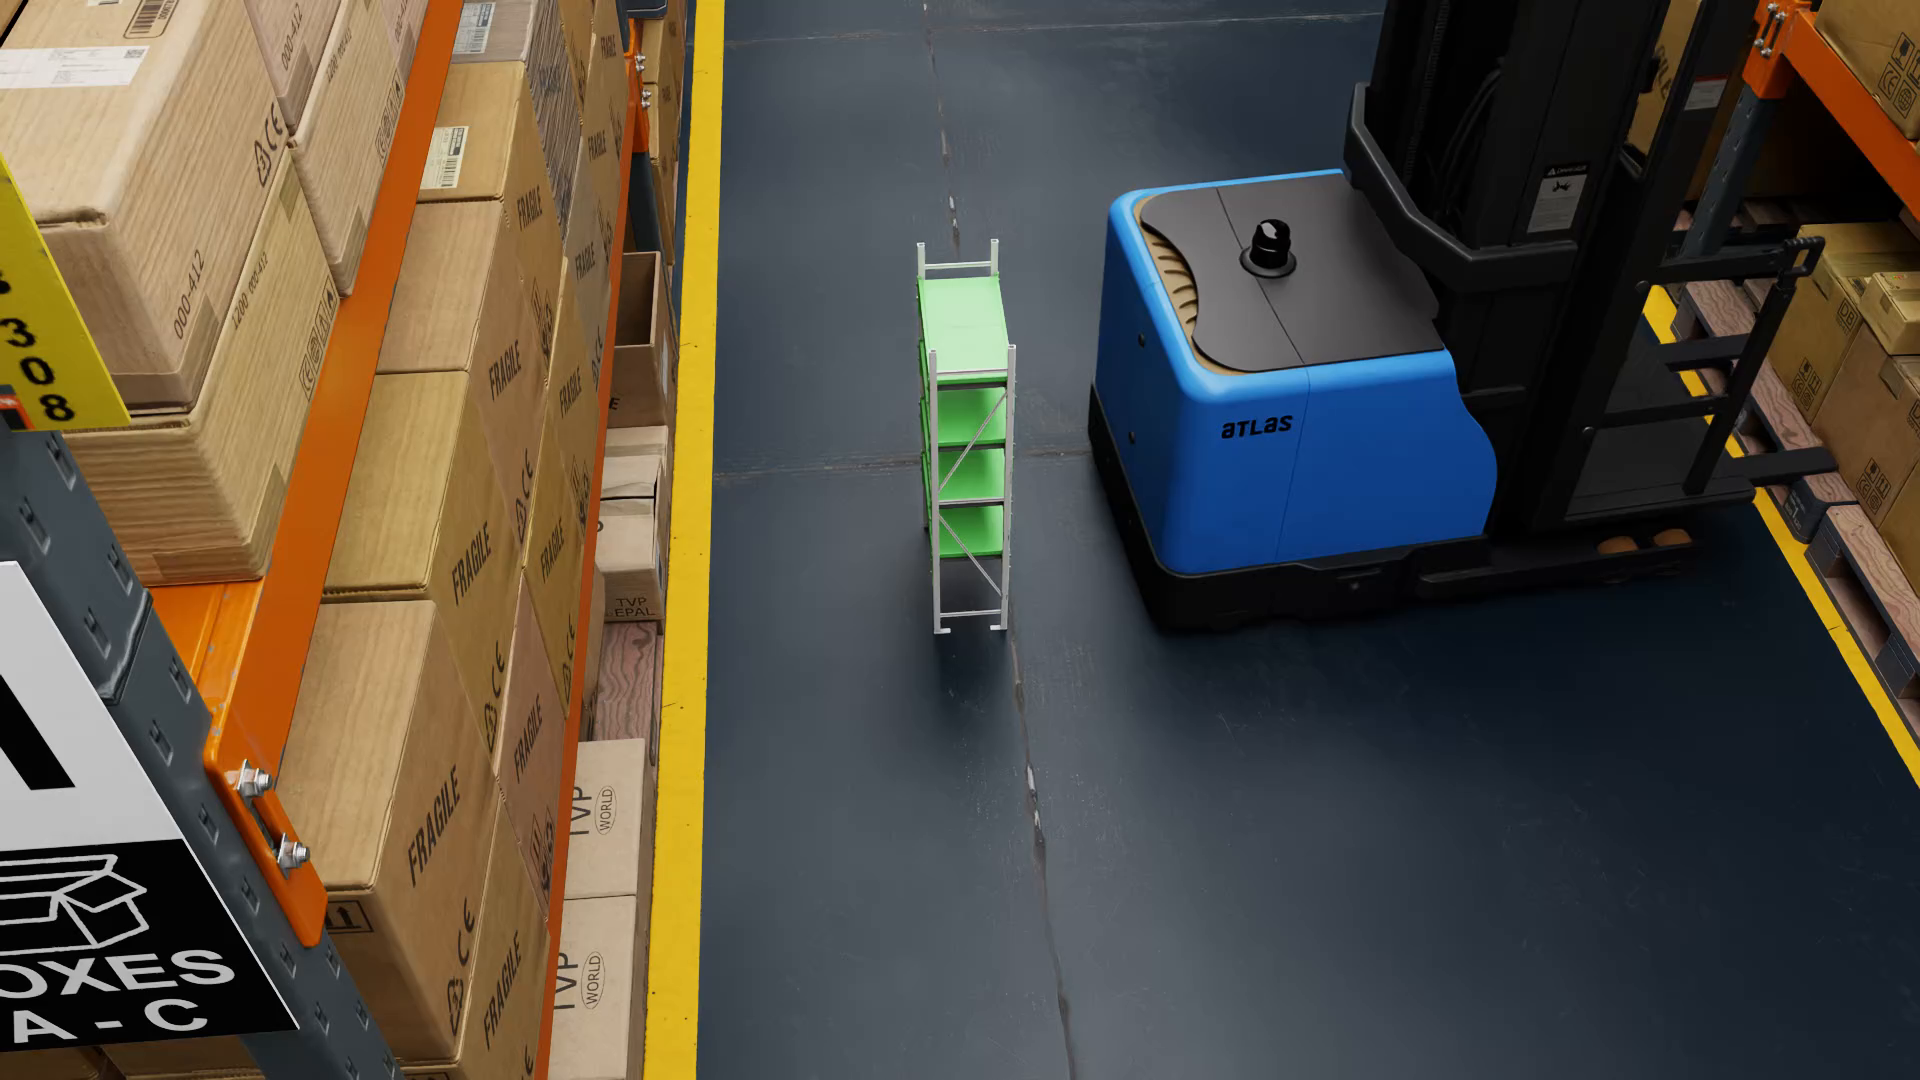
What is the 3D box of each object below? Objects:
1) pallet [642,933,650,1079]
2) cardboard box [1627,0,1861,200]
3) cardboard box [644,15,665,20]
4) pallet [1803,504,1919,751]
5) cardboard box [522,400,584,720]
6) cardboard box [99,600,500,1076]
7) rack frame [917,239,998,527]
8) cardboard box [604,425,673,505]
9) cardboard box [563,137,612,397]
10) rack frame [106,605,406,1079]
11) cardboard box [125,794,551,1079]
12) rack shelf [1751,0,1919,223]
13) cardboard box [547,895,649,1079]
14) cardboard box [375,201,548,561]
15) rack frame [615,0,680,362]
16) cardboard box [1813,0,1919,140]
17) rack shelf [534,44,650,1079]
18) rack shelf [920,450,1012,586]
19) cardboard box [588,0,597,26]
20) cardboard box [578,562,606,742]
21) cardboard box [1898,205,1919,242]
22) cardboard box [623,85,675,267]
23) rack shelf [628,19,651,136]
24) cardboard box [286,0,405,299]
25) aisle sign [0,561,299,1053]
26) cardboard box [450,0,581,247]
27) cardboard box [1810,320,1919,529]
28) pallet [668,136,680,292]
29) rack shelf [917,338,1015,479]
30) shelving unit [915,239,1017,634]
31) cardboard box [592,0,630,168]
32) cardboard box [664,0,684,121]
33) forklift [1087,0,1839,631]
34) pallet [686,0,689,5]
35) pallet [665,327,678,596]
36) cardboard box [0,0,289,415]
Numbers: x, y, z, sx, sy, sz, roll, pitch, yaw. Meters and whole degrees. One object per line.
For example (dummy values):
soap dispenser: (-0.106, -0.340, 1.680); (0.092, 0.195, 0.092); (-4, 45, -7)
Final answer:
pallet: (-1.326, 1.491, 4.193); (1.003, 0.211, 1.213); (-3, 47, -3)
cardboard box: (3.165, -1.902, 6.677); (0.750, 0.750, 0.750); (-3, 47, -3)
cardboard box: (-1.468, -2.369, 6.829); (0.500, 0.250, 0.500); (-3, 47, -3)
pallet: (3.440, 0.364, 5.260); (1.003, 0.211, 1.213); (-3, 47, -3)
cardboard box: (-1.114, 0.056, 3.562); (0.500, 0.500, 0.500); (-4, 47, -3)
cardboard box: (-1.026, 0.448, 2.502); (0.500, 0.500, 0.500); (-2, 47, -2)
rack frame: (-0.007, -0.469, 5.368); (0.240, 1.200, 0.015); (-3, 47, -3)
cardboard box: (-1.165, -0.239, 5.571); (0.380, 0.149, 0.250); (-3, 47, -3)
cardboard box: (-1.199, -0.675, 4.254); (0.500, 0.500, 0.500); (-3, 47, -2)
rack frame: (-1.252, 1.163, 2.582); (1.000, 3.000, 0.127); (-3, 47, -3)
cardboard box: (-1.026, 0.792, 2.865); (0.500, 0.500, 0.500); (-3, 47, -2)
rack shelf: (3.517, -0.340, 4.502); (1.077, 0.370, 4.000); (-3, 47, -3)
cardboard box: (-1.057, 1.185, 4.152); (0.500, 0.250, 0.500); (-3, 47, -3)
cardboard box: (-1.114, -0.292, 3.203); (0.500, 0.500, 0.500); (-3, 47, -3)
rack frame: (-1.587, -1.731, 5.323); (1.000, 3.000, 0.127); (-3, 47, -3)
cardboard box: (3.378, -1.744, 5.129); (0.980, 0.700, 0.700); (-3, 47, -3)
rack shelf: (-1.419, -0.036, 4.214); (1.077, 0.370, 4.000); (-3, 47, -3)
rack shelf: (0.014, -0.084, 5.422); (0.258, 0.148, 0.480); (-3, 47, -3)
cardboard box: (-1.286, -1.759, 4.592); (0.500, 0.500, 0.500); (-3, 47, -3)
cardboard box: (-1.424, 0.335, 4.783); (0.797, 0.503, 0.637); (-3, 47, -3)
cardboard box: (3.496, -1.112, 5.723); (0.380, 0.149, 0.250); (-4, 47, -4)
cardboard box: (-1.384, -1.387, 6.416); (0.500, 0.500, 0.500); (-5, 47, -5)
rack shelf: (-1.754, -2.930, 6.955); (1.077, 0.370, 4.000); (-3, 47, -3)
cardboard box: (-1.070, -0.566, 2.258); (0.500, 0.250, 0.500); (-3, 47, -3)
aisle sign: (-0.953, 0.301, 1.608); (0.394, 0.787, 0.004); (-3, 47, -3)
cardboard box: (-1.199, -1.024, 3.896); (0.500, 0.500, 0.500); (-3, 47, -3)
cardboard box: (3.349, -0.408, 5.503); (0.700, 0.500, 0.500); (-4, 47, -4)
pallet: (-1.692, -1.358, 6.891); (1.003, 0.211, 1.213); (-3, 47, -3)
rack shelf: (0.014, -0.414, 5.073); (0.258, 0.148, 0.480); (-3, 47, -3)
shelving unit: (0.014, -0.293, 5.201); (0.258, 1.200, 0.503); (-3, 47, -3)
cardboard box: (-1.289, -1.419, 4.959); (0.500, 0.500, 0.500); (-3, 47, -3)
cardboard box: (-1.474, -2.134, 7.124); (0.500, 0.500, 0.500); (-3, 47, -3)
forklift: (2.029, -1.234, 4.900); (3.031, 2.935, 1.130); (-8, 47, -7)
pallet: (-1.897, -3.123, 8.563); (1.003, 0.211, 1.213); (-3, 47, -3)
pallet: (-1.530, -0.275, 5.865); (1.003, 0.211, 1.213); (-3, 47, -3)
cardboard box: (-1.035, -0.376, 1.733); (0.500, 0.250, 0.500); (-3, 47, -3)
